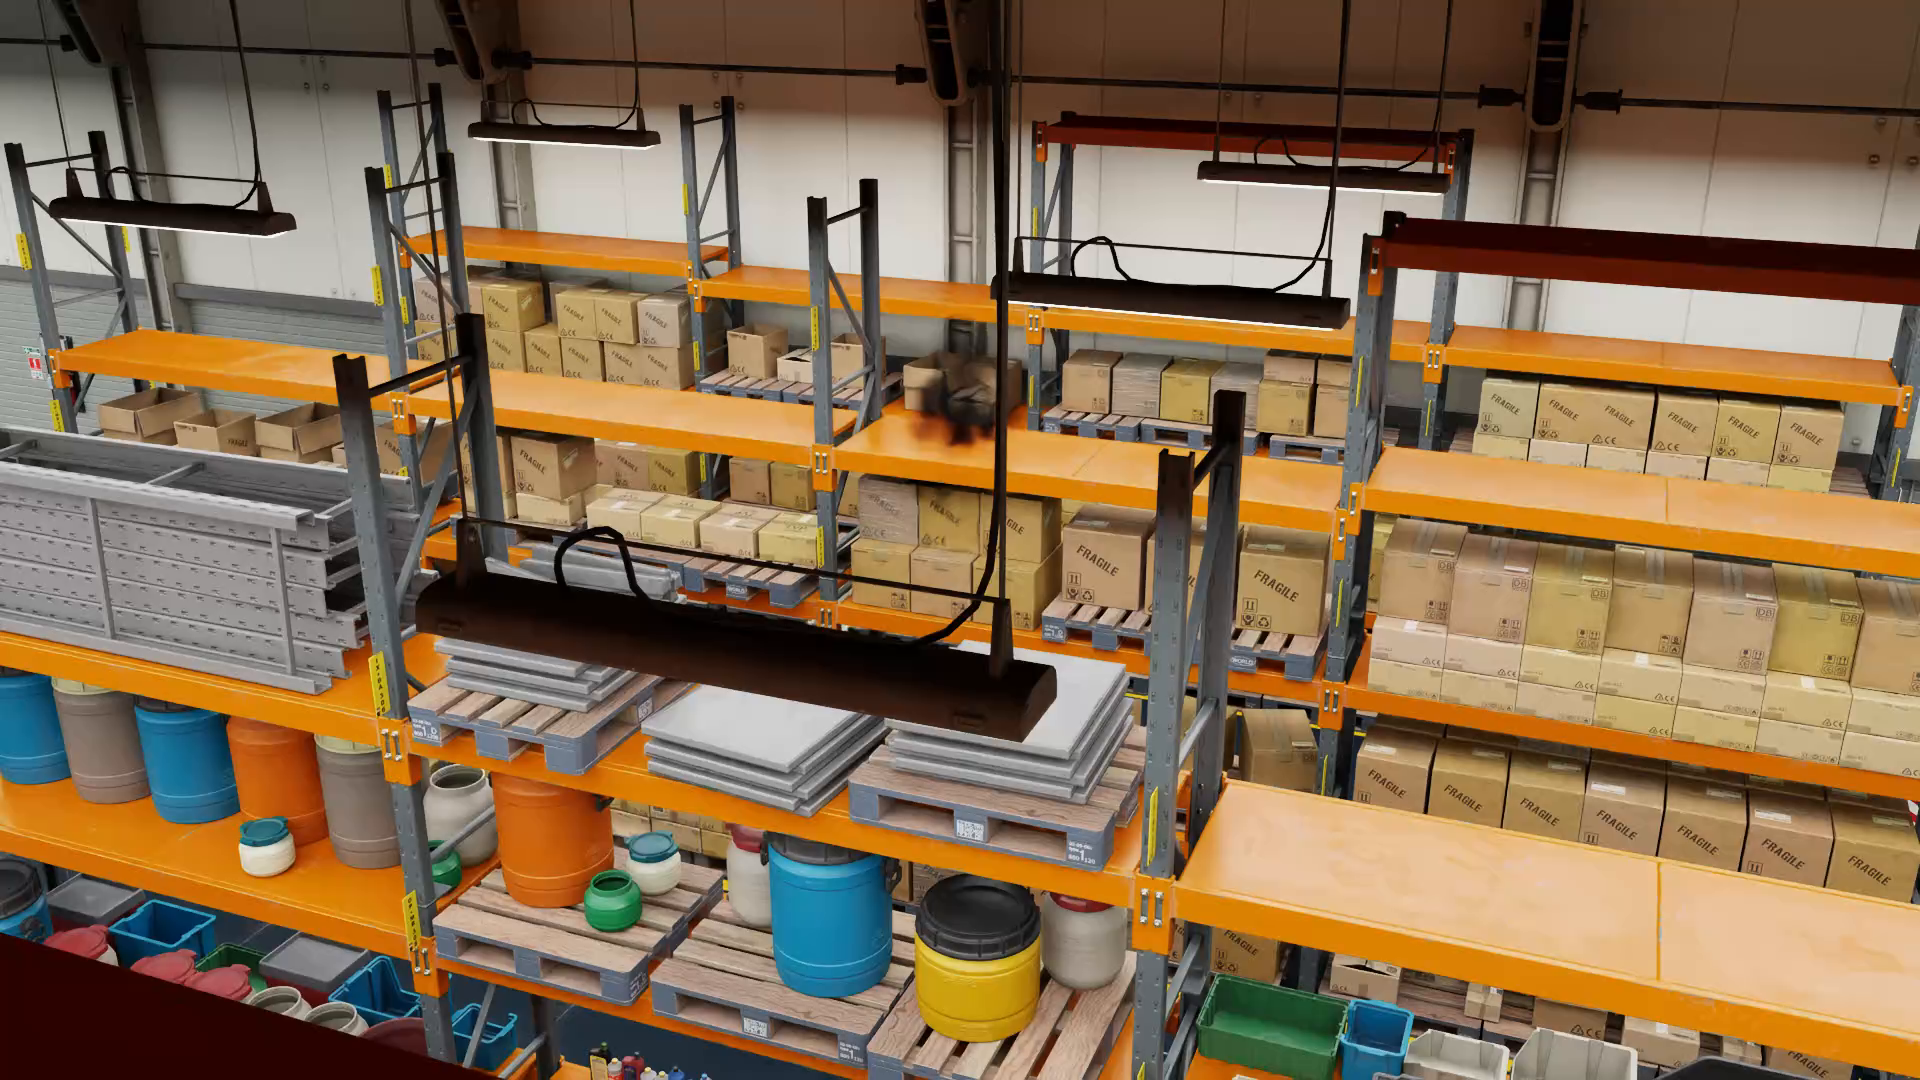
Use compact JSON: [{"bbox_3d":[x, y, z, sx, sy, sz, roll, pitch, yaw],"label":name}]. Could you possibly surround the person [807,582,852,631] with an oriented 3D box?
[{"bbox_3d":[-1.263,0.974,16.698,0.656,1.761,0.635,9,22,21],"label":"person"}]
